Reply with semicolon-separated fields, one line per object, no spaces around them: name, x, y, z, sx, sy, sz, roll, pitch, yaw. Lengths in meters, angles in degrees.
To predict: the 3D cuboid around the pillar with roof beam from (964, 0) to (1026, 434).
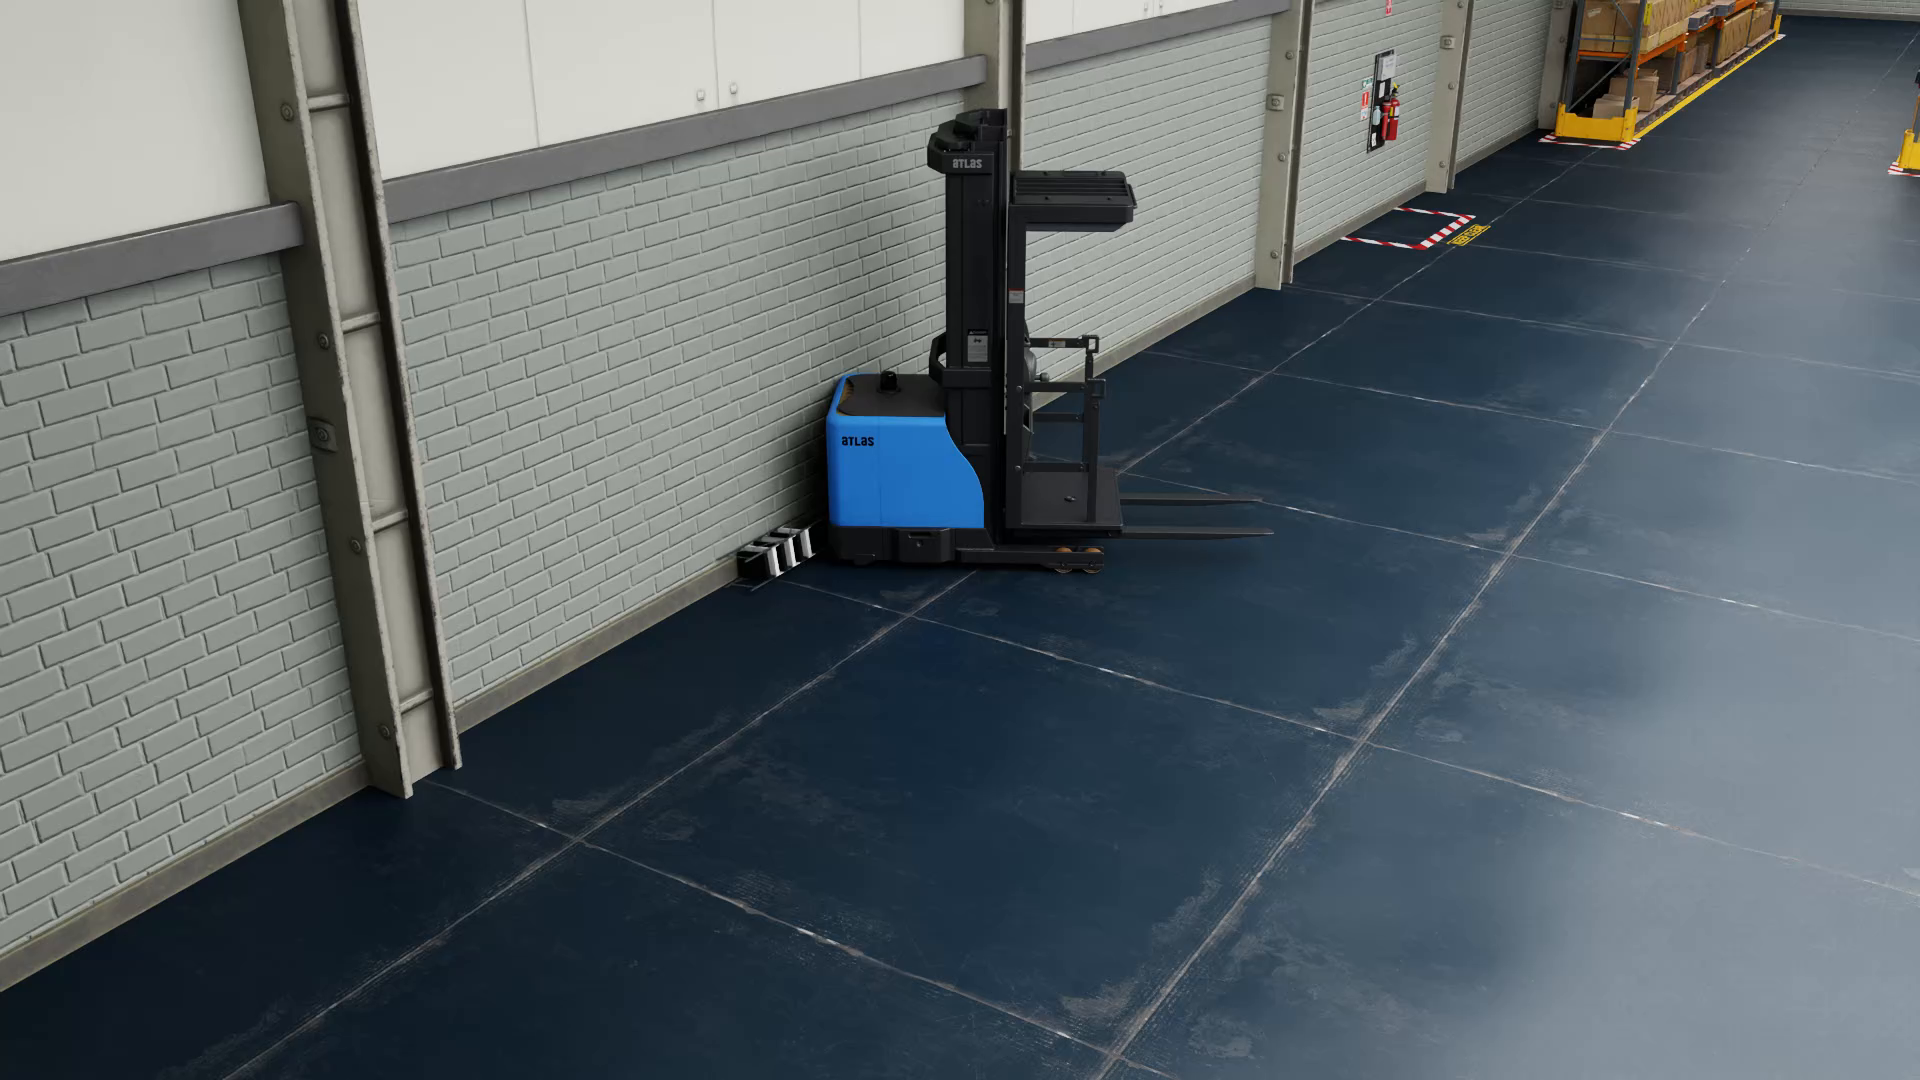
pillar with roof beam;3.914;-4.005;9.674;9.100;9.000;0.400;14;27;29

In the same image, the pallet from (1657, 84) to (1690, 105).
pallet;12.637;-8.145;30.299;1.003;0.211;1.213;14;27;29

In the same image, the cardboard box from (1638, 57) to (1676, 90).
cardboard box;12.601;-8.468;30.129;0.700;0.500;0.500;15;28;31

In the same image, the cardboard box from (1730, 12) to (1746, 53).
cardboard box;15.748;-10.521;34.454;0.750;0.750;0.750;15;27;31

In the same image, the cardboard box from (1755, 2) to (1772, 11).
cardboard box;18.226;-12.130;37.795;0.380;0.149;0.250;15;27;30

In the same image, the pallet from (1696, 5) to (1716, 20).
pallet;13.328;-9.747;30.731;1.003;0.211;1.213;14;27;29

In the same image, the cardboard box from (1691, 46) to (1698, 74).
cardboard box;13.631;-9.163;31.733;0.700;0.500;0.500;14;27;29

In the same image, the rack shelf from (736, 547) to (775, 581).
rack shelf;-1.364;0.157;11.075;0.258;0.200;0.077;5;23;32

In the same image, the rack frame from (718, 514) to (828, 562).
rack frame;-1.251;-0.018;11.226;0.240;0.006;0.900;5;23;32

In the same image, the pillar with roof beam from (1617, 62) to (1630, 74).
pillar with roof beam;16.574;-12.105;28.385;9.100;9.000;0.400;14;27;29

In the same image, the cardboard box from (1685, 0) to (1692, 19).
cardboard box;12.241;-9.222;28.496;0.500;0.500;0.500;14;27;29

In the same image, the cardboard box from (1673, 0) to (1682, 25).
cardboard box;11.707;-8.884;27.717;0.500;0.500;0.500;13;27;27

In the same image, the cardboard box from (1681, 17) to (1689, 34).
cardboard box;12.235;-8.879;28.647;0.500;0.250;0.500;14;27;29

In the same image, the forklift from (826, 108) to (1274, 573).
forklift;0.630;-1.336;11.148;3.031;2.935;1.130;1;23;2

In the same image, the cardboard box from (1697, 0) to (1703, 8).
cardboard box;13.146;-9.990;30.371;0.700;0.500;0.500;18;29;36

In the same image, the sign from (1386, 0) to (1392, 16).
sign;5.162;-6.460;19.979;0.001;0.298;0.199;14;27;29

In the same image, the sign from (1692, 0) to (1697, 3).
sign;12.692;-9.448;28.709;0.100;0.325;0.005;14;27;29

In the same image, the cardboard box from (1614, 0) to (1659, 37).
cardboard box;10.624;-8.194;26.122;0.500;0.500;0.500;14;27;29

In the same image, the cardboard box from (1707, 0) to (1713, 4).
cardboard box;13.826;-10.404;31.329;0.700;0.500;0.500;11;26;24

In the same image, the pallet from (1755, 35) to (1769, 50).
pallet;17.558;-11.236;37.438;1.003;0.211;1.213;14;27;29

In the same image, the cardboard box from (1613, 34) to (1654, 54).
cardboard box;10.644;-7.850;26.271;0.500;0.250;0.500;13;27;27

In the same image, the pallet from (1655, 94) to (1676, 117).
pallet;11.903;-7.648;29.151;1.003;0.211;1.213;14;27;29

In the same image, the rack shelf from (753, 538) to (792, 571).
rack shelf;-1.269;0.096;11.215;0.258;0.200;0.077;5;23;32

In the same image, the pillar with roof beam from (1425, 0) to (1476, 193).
pillar with roof beam;10.244;-8.055;19.030;9.100;9.000;0.400;14;27;29

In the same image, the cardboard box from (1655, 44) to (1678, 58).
cardboard box;12.831;-8.962;30.325;0.500;0.250;0.500;13;27;28

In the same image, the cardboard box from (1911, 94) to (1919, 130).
cardboard box;14.358;-6.293;24.500;0.500;0.500;0.500;14;27;29

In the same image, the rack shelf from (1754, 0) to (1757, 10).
rack shelf;17.502;-12.207;37.077;1.077;0.370;4.000;14;27;29

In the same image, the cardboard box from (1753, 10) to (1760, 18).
cardboard box;17.264;-11.513;36.371;0.380;0.149;0.250;15;28;31

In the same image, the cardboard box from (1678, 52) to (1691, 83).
cardboard box;13.135;-8.817;30.934;0.700;0.500;0.500;14;27;30

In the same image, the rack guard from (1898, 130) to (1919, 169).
rack guard;14.315;-5.620;24.102;1.175;0.500;0.348;14;27;29

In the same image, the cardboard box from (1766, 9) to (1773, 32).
cardboard box;18.273;-12.000;38.312;0.700;0.500;0.500;14;27;29

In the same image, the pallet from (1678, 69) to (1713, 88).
pallet;13.924;-8.969;32.201;1.003;0.211;1.213;14;27;29

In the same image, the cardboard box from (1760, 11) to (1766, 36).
cardboard box;17.744;-11.661;37.530;0.700;0.500;0.500;13;27;27

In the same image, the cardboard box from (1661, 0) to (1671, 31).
cardboard box;11.172;-8.532;26.903;0.500;0.500;0.500;13;27;27

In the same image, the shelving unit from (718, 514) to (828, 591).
shelving unit;-1.239;0.077;11.259;0.258;0.210;0.900;5;23;32

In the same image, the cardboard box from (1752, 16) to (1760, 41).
cardboard box;17.197;-11.307;36.711;0.700;0.500;0.500;14;27;28

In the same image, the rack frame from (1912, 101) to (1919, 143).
rack frame;14.328;-6.775;23.624;1.000;3.000;0.127;14;27;29

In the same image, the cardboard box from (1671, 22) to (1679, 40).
cardboard box;11.713;-8.539;27.863;0.500;0.250;0.500;14;27;29

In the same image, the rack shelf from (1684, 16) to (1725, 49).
rack shelf;13.282;-9.507;30.840;1.077;0.370;4.000;14;27;29

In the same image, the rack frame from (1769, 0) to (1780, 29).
rack frame;18.557;-13.212;38.493;1.000;3.000;0.127;14;27;29

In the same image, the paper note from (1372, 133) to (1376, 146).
paper note;5.099;-4.928;20.468;0.016;0.148;0.142;14;27;29

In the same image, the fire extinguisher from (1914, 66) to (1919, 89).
fire extinguisher;13.871;-6.797;23.772;0.296;0.674;0.183;14;27;29

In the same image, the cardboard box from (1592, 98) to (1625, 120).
cardboard box;10.559;-6.994;26.962;0.500;0.311;0.500;11;26;23

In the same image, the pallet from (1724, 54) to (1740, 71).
pallet;15.462;-9.892;34.336;1.003;0.211;1.213;14;27;29

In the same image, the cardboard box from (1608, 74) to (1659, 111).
cardboard box;11.289;-7.511;27.916;0.700;0.500;0.500;12;26;26

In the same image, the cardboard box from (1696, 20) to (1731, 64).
cardboard box;14.837;-9.939;33.109;0.750;0.750;0.750;13;27;28

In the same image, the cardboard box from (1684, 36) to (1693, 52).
cardboard box;13.381;-9.303;31.112;0.500;0.250;0.500;14;27;29

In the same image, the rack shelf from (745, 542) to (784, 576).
rack shelf;-1.316;0.127;11.145;0.258;0.200;0.077;5;23;32

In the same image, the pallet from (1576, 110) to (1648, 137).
pallet;10.616;-6.824;27.248;1.003;0.211;1.213;14;27;29

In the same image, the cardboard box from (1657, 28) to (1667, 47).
cardboard box;11.180;-8.199;27.077;0.500;0.250;0.500;13;27;28

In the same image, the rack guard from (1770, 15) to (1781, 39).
rack guard;18.570;-12.073;39.008;1.175;0.500;0.348;14;27;29

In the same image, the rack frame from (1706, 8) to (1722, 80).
rack frame;14.337;-10.512;32.256;1.000;3.000;0.127;14;27;29
